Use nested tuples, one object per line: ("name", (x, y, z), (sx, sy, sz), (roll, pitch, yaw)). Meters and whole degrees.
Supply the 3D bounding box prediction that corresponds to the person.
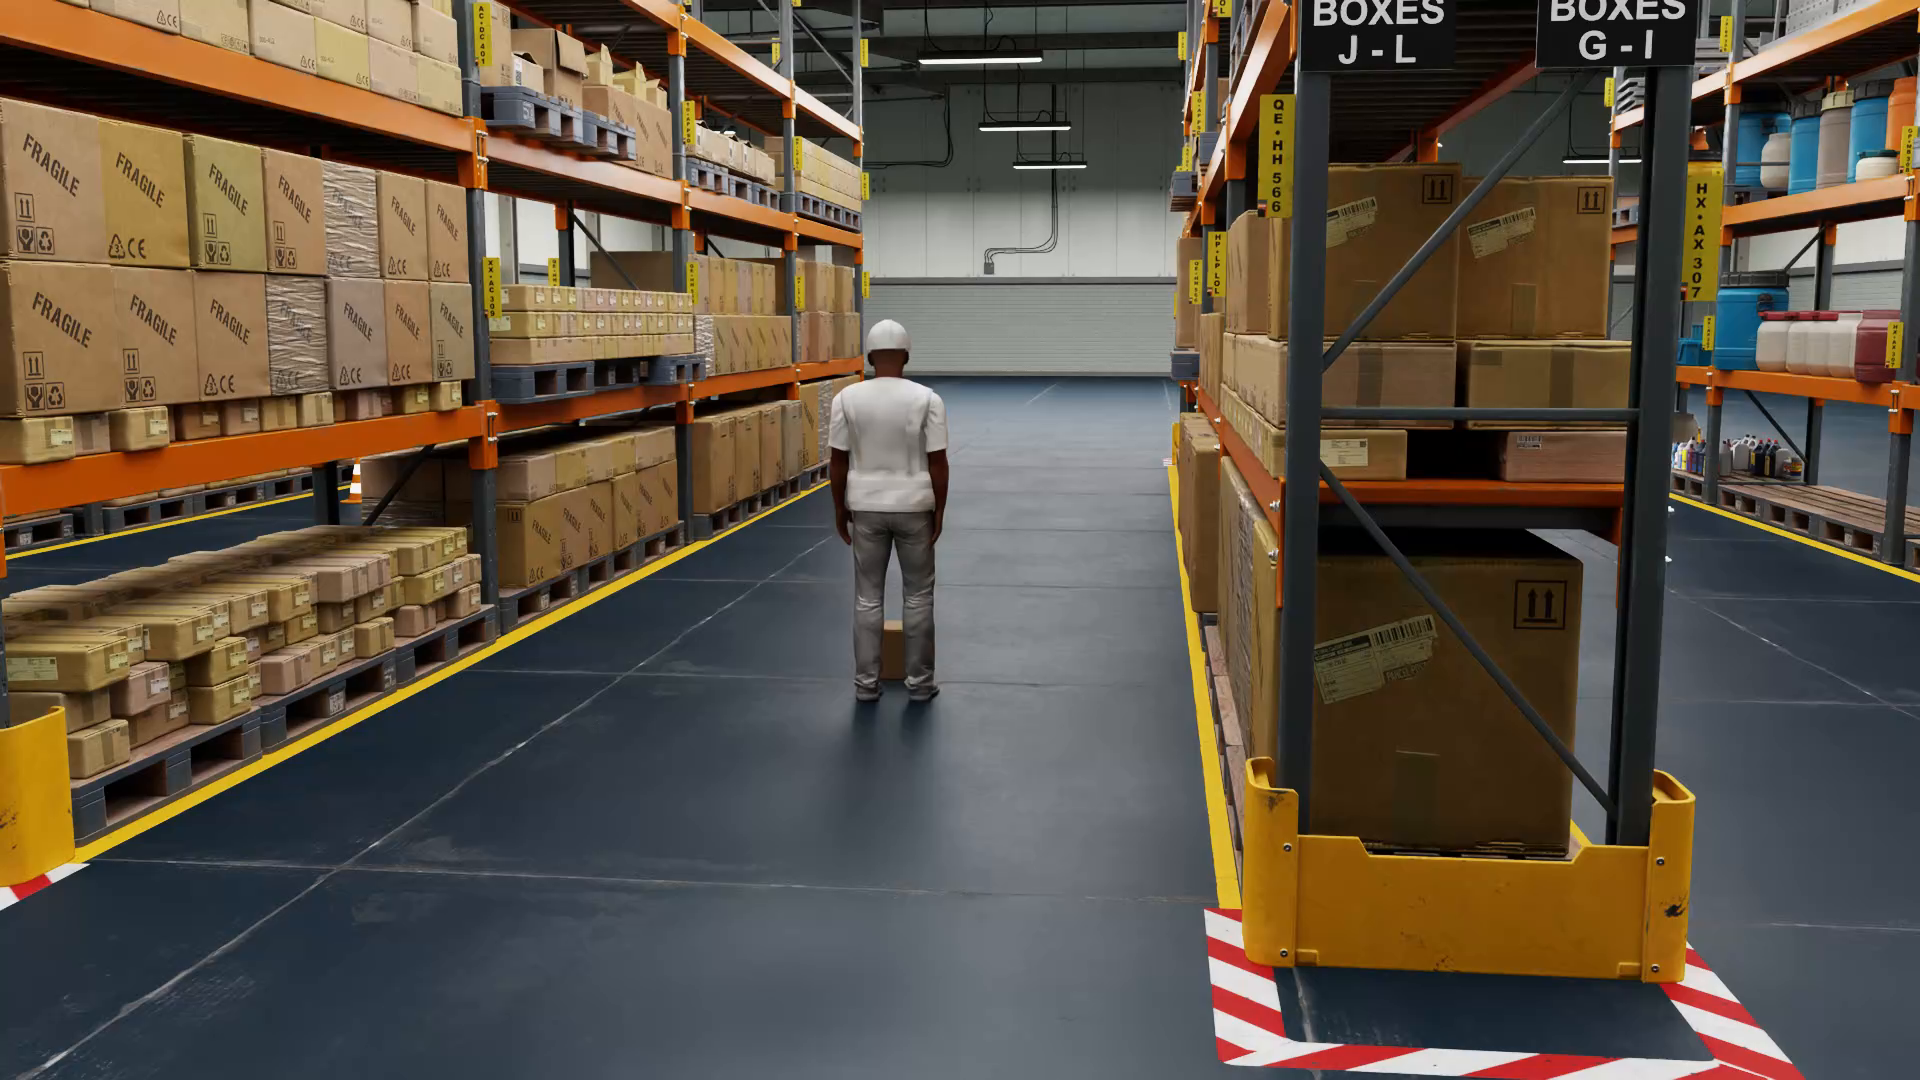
("person", (-0.325, -0.135, 7.740), (0.564, 1.764, 0.362), (1, 8, 8))
